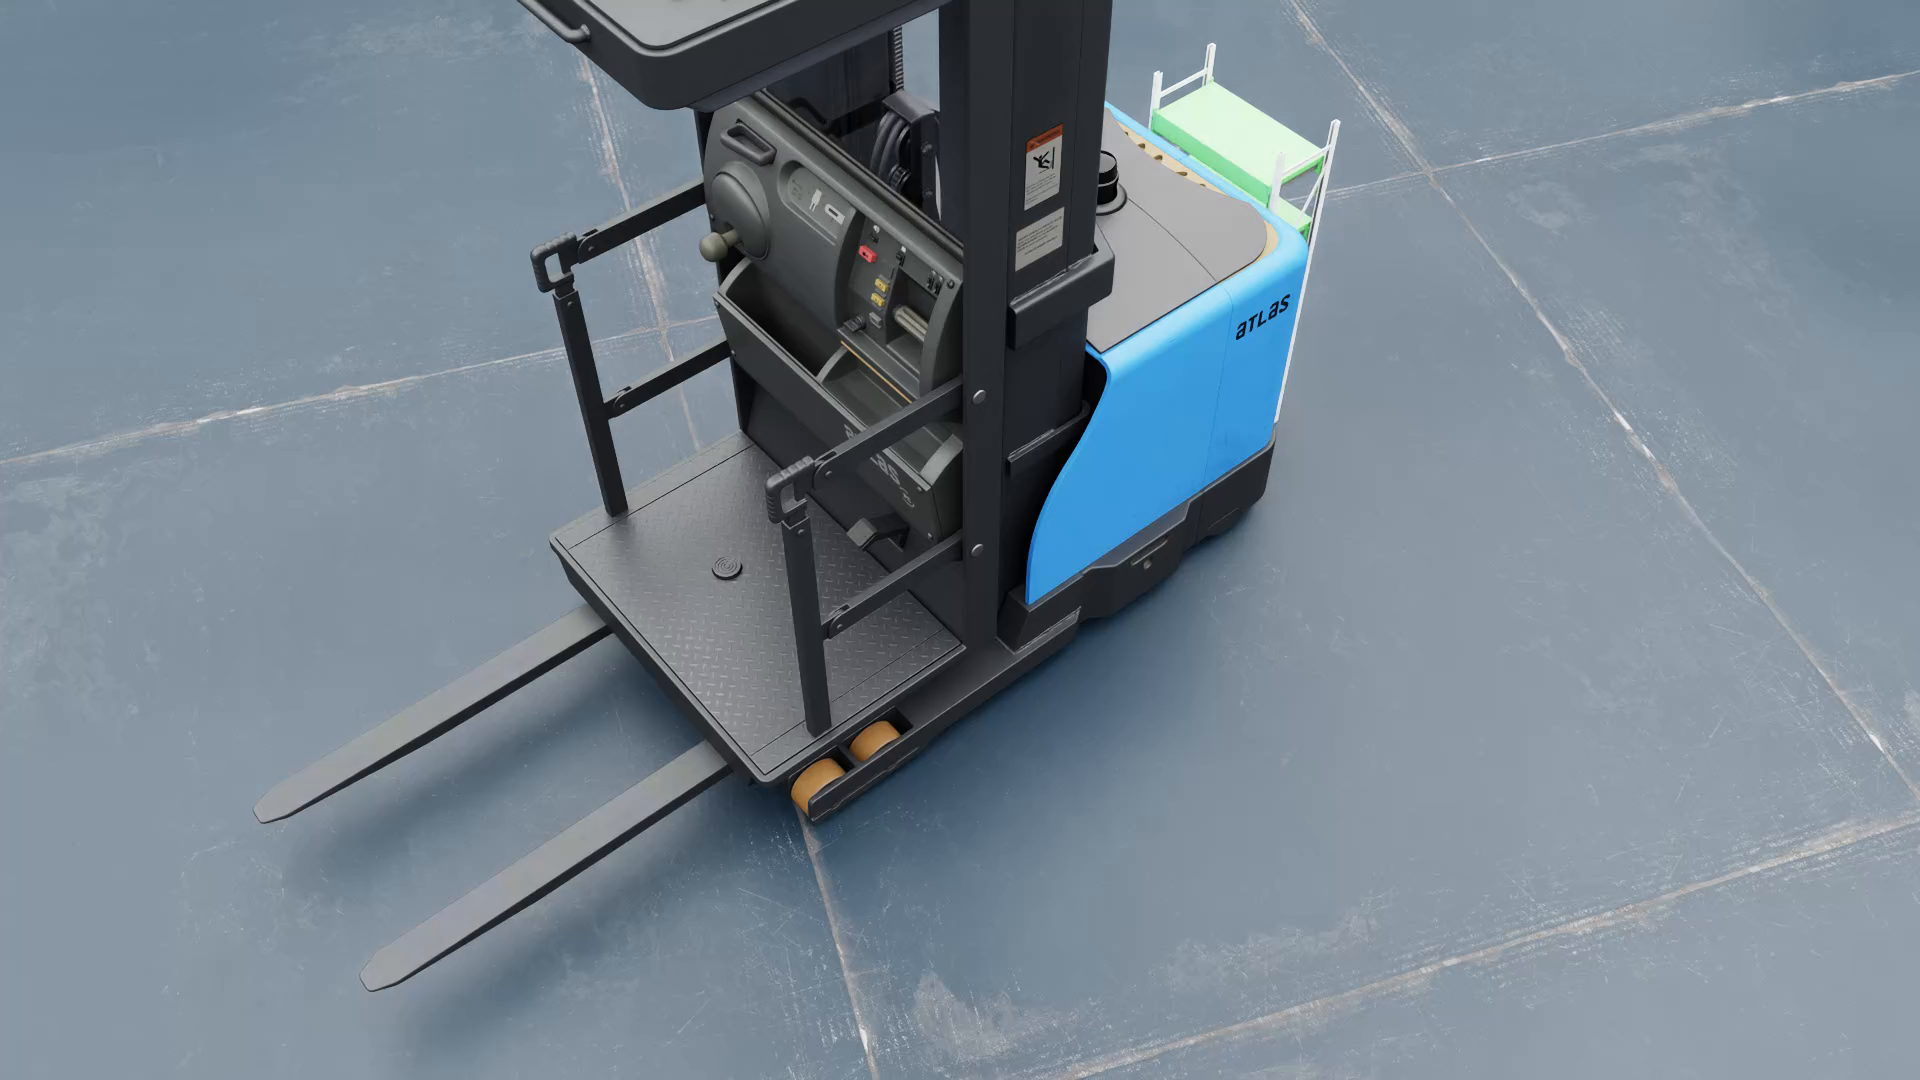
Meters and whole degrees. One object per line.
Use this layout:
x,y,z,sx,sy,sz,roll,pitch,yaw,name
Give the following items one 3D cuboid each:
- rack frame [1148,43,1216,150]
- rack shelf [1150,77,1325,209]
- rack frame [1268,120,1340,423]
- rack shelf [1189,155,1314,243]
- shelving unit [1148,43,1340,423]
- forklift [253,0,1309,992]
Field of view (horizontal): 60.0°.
0.659,-1.020,5.326,0.240,1.200,0.015,-32,57,-24,rack frame
0.815,-1.145,4.886,0.258,0.148,0.480,-32,57,-24,rack shelf
0.971,-0.733,5.084,0.240,1.200,0.015,-32,57,-24,rack frame
0.815,-0.990,5.070,0.258,0.148,0.480,-32,57,-24,rack shelf
0.815,-0.877,5.205,0.258,1.200,0.503,-32,57,-24,shelving unit
-0.482,-0.639,3.872,3.031,2.935,1.130,-32,57,-24,forklift
